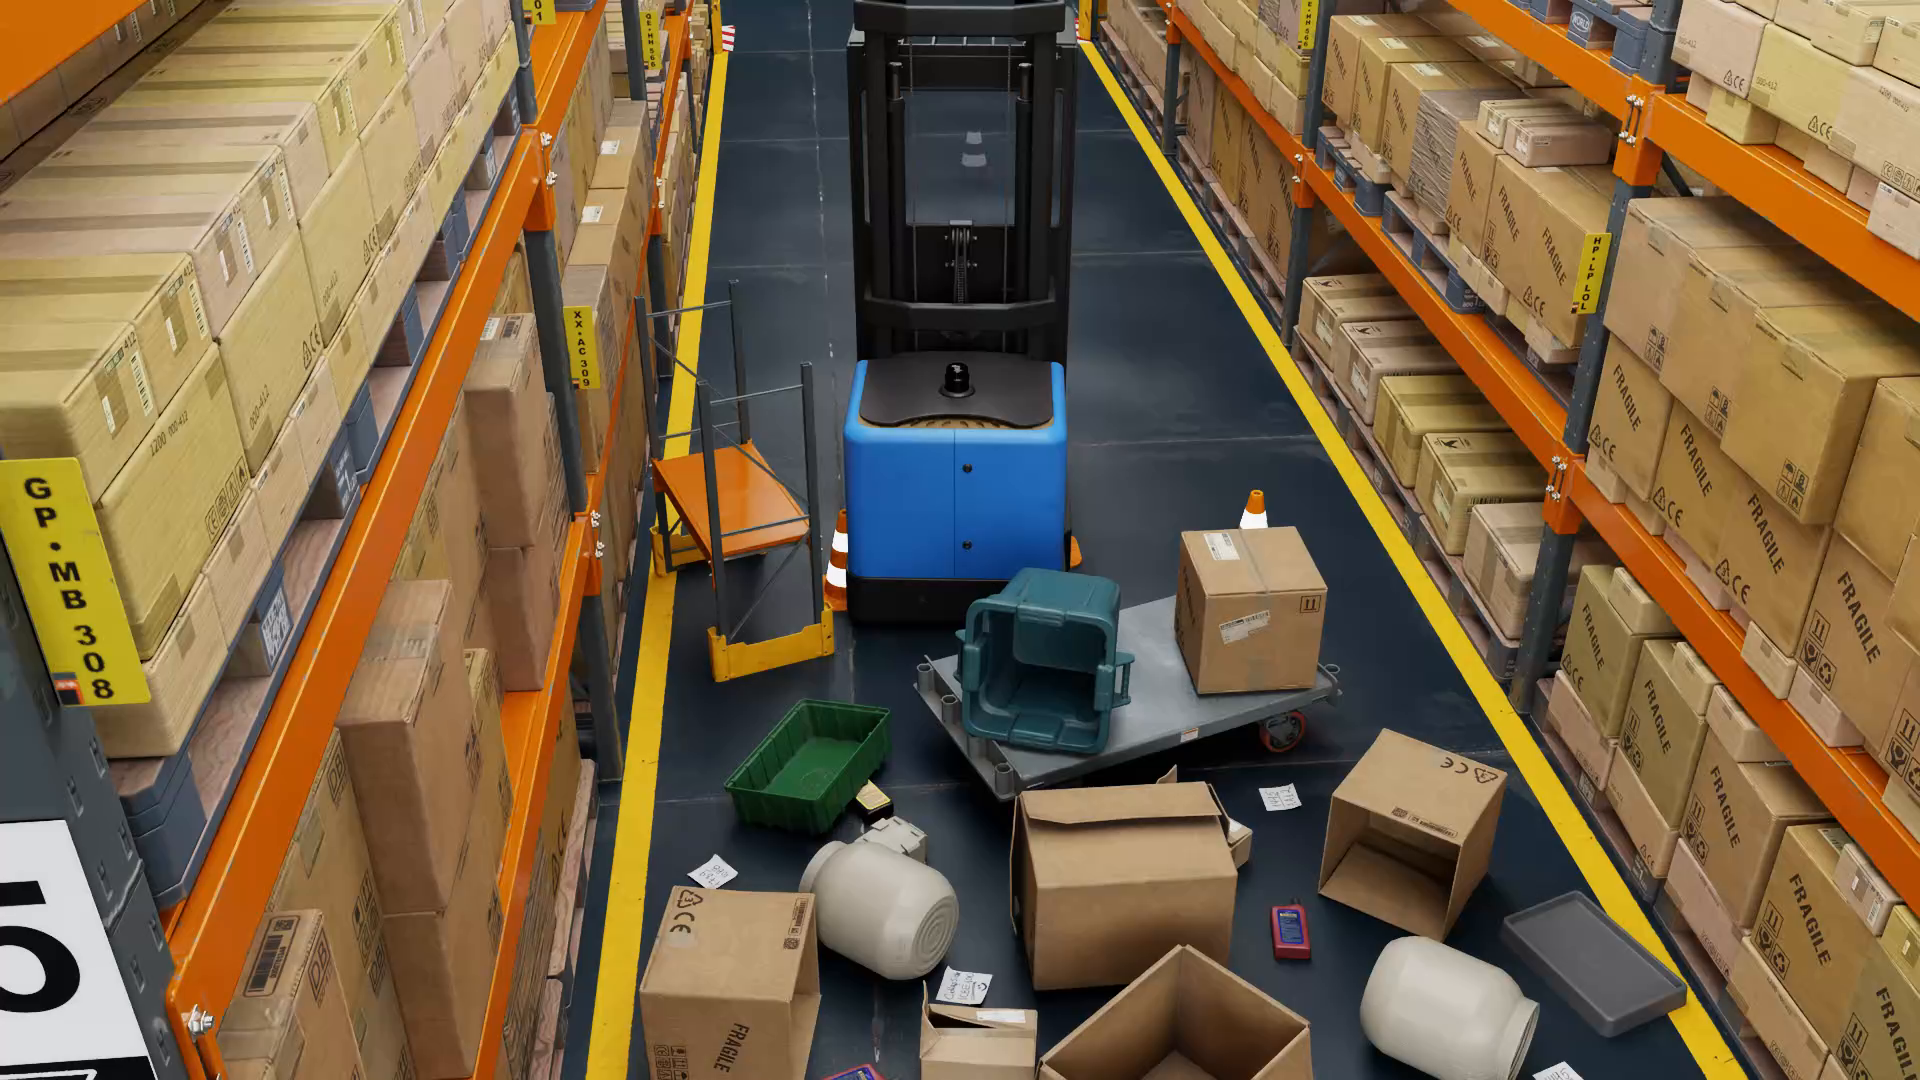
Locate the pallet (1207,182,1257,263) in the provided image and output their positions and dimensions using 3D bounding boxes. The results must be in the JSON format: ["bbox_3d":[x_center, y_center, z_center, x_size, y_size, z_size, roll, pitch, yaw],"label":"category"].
[{"bbox_3d":[2.502,-2.430,12.612,1.003,0.211,1.213,-3,31,-5],"label":"pallet"}]

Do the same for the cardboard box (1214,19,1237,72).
[{"bbox_3d":[2.135,-3.558,11.927,0.500,0.250,0.500,-3,31,-5],"label":"cardboard box"}]

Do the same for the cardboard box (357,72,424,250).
[{"bbox_3d":[-1.492,-0.832,3.642,0.500,0.250,0.500,-3,31,-5],"label":"cardboard box"}]

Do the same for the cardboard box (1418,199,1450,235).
[{"bbox_3d":[2.559,-1.669,8.455,0.380,0.149,0.250,-2,31,-3],"label":"cardboard box"}]

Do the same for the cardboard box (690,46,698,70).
[{"bbox_3d":[-2.536,-4.286,14.792,0.380,0.149,0.250,-2,31,-4],"label":"cardboard box"}]

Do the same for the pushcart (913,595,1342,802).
[{"bbox_3d":[0.720,0.703,7.204,1.648,0.377,0.936,-14,33,-22],"label":"pushcart"}]

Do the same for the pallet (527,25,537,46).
[{"bbox_3d":[-2.069,-1.940,6.334,0.805,0.209,1.217,-4,31,-7],"label":"pallet"}]

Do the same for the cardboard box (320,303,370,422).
[{"bbox_3d":[-1.368,-0.335,3.199,0.380,0.149,0.250,-3,31,-4],"label":"cardboard box"}]

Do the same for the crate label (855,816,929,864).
[{"bbox_3d":[-0.276,1.225,6.565,0.250,0.136,0.298,27,40,37],"label":"crate label"}]

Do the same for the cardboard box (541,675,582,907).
[{"bbox_3d":[-1.945,0.788,6.168,0.875,0.875,0.875,-2,31,-4],"label":"cardboard box"}]

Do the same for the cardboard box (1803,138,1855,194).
[{"bbox_3d":[2.856,-1.179,5.118,0.380,0.149,0.250,-2,31,-3],"label":"cardboard box"}]

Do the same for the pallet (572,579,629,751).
[{"bbox_3d":[-2.081,0.539,7.643,1.003,0.211,1.213,-3,31,-5],"label":"pallet"}]

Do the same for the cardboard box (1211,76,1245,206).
[{"bbox_3d":[2.467,-3.136,12.738,0.875,0.875,0.875,-2,31,-3],"label":"cardboard box"}]

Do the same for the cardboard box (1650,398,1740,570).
[{"bbox_3d":[2.819,-0.234,5.830,0.500,0.500,0.500,-3,31,-5],"label":"cardboard box"}]

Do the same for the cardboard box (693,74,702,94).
[{"bbox_3d":[-2.557,-4.171,15.178,0.380,0.149,0.250,-4,31,-6],"label":"cardboard box"}]

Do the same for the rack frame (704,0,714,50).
[{"bbox_3d":[-3.055,-6.395,16.531,1.000,3.000,0.127,-3,31,-5],"label":"rack frame"}]

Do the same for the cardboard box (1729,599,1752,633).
[{"bbox_3d":[2.870,0.250,5.651,0.380,0.149,0.250,-3,31,-5],"label":"cardboard box"}]

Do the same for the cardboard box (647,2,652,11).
[{"bbox_3d":[-2.304,-3.562,11.334,0.380,0.149,0.250,-2,31,-3],"label":"cardboard box"}]

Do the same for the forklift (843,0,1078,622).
[{"bbox_3d":[0.018,-1.579,8.535,1.130,2.935,3.031,1,31,1],"label":"forklift"}]

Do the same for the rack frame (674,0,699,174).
[{"bbox_3d":[-2.681,-4.353,13.112,1.000,3.000,0.127,-3,31,-5],"label":"rack frame"}]

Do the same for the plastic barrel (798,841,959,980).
[{"bbox_3d":[-0.301,1.343,6.088,0.512,0.421,0.421,20,36,29],"label":"plastic barrel"}]

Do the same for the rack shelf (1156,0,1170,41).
[{"bbox_3d":[2.051,-5.354,15.489,1.077,0.370,4.000,-3,31,-5],"label":"rack shelf"}]

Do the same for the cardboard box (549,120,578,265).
[{"bbox_3d":[-2.083,-1.514,7.287,0.700,0.500,0.500,-3,31,-4],"label":"cardboard box"}]

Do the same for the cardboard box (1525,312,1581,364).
[{"bbox_3d":[2.662,-0.879,7.132,0.380,0.149,0.250,-2,31,-4],"label":"cardboard box"}]

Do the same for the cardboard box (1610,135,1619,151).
[{"bbox_3d":[3.147,-1.670,7.823,0.500,0.500,0.500,-3,31,-5],"label":"cardboard box"}]

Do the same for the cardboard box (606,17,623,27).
[{"bbox_3d":[-2.204,-3.146,10.347,0.380,0.149,0.250,-3,31,-5],"label":"cardboard box"}]

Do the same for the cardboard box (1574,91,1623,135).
[{"bbox_3d":[3.089,-1.993,7.732,0.380,0.149,0.250,-1,31,-2],"label":"cardboard box"}]

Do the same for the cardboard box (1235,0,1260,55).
[{"bbox_3d":[2.193,-3.507,11.354,0.500,0.250,0.500,-4,31,-6],"label":"cardboard box"}]

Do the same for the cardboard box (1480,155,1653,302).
[{"bbox_3d":[2.666,-1.386,7.348,0.500,0.500,0.500,-3,31,-4],"label":"cardboard box"}]

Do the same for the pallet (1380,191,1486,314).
[{"bbox_3d":[2.837,-1.508,8.537,1.003,0.211,1.213,-3,31,-5],"label":"pallet"}]

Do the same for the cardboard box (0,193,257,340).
[{"bbox_3d":[-1.321,-0.416,2.556,0.380,0.149,0.250,-3,31,-5],"label":"cardboard box"}]

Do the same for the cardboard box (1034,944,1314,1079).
[{"bbox_3d":[0.674,1.781,5.277,0.637,0.503,0.797,27,40,37],"label":"cardboard box"}]

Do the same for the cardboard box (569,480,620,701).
[{"bbox_3d":[-2.081,0.205,7.267,1.050,0.750,0.750,-3,31,-5],"label":"cardboard box"}]

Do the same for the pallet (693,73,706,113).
[{"bbox_3d":[-2.896,-4.121,15.444,1.003,0.211,1.213,-3,31,-5],"label":"pallet"}]

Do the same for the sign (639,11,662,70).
[{"bbox_3d":[-1.755,-2.836,9.443,0.100,0.325,0.005,-3,31,-5],"label":"sign"}]

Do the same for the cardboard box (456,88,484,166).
[{"bbox_3d":[-1.508,-1.110,4.496,0.380,0.149,0.250,-3,31,-4],"label":"cardboard box"}]

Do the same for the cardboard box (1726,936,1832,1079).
[{"bbox_3d":[2.920,1.554,5.495,0.500,0.250,0.500,-4,31,-6],"label":"cardboard box"}]

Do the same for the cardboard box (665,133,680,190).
[{"bbox_3d":[-2.212,-2.615,11.500,0.500,0.250,0.500,-3,31,-4],"label":"cardboard box"}]

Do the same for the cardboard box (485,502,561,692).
[{"bbox_3d":[-1.814,0.135,5.453,0.875,0.550,0.550,-3,31,-5],"label":"cardboard box"}]

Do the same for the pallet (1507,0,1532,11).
[{"bbox_3d":[2.933,-2.614,7.459,1.213,0.211,1.003,-3,31,-5],"label":"pallet"}]

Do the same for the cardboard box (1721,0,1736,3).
[{"bbox_3d":[2.690,-1.903,5.553,0.380,0.149,0.250,-3,31,-5],"label":"cardboard box"}]

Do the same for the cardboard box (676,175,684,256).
[{"bbox_3d":[-2.223,-2.309,11.719,0.500,0.500,0.500,-4,31,-6],"label":"cardboard box"}]

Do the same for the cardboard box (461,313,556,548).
[{"bbox_3d":[-1.766,-0.331,5.180,0.875,0.550,0.550,-3,31,-5],"label":"cardboard box"}]

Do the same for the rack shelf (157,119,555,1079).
[{"bbox_3d":[-1.747,-0.226,3.980,1.077,0.370,4.000,-3,31,-5],"label":"rack shelf"}]

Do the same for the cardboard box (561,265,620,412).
[{"bbox_3d":[-1.763,-0.850,7.151,0.500,0.500,0.500,-3,31,-4],"label":"cardboard box"}]

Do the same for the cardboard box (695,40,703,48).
[{"bbox_3d":[-2.605,-4.562,15.544,0.380,0.149,0.250,-1,31,-2],"label":"cardboard box"}]

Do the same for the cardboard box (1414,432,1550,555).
[{"bbox_3d":[2.863,-0.244,8.386,0.950,0.372,0.625,-1,31,-1],"label":"cardboard box"}]

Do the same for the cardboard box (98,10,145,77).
[{"bbox_3d":[-2.118,-1.162,3.805,0.380,0.149,0.250,-3,31,-5],"label":"cardboard box"}]

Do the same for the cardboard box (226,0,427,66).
[{"bbox_3d":[-1.465,-1.198,3.866,0.380,0.149,0.250,-3,31,-5],"label":"cardboard box"}]

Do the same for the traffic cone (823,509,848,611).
[{"bbox_3d":[-0.556,0.064,8.192,0.336,0.463,0.334,-3,31,-5],"label":"traffic cone"}]

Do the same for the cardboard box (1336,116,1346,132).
[{"bbox_3d":[2.457,-2.497,9.840,0.380,0.149,0.250,-4,31,-7],"label":"cardboard box"}]

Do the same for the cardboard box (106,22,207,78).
[{"bbox_3d":[-2.071,-1.064,4.031,0.500,0.250,0.500,-3,31,-5],"label":"cardboard box"}]

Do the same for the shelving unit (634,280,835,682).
[{"bbox_3d":[-1.076,-0.300,7.790,0.587,1.500,1.083,-13,33,-21],"label":"shelving unit"}]

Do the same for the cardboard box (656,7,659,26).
[{"bbox_3d":[-2.346,-3.702,11.858,0.380,0.149,0.250,-4,31,-7],"label":"cardboard box"}]

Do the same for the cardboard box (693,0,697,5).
[{"bbox_3d":[-2.787,-5.218,16.350,0.380,0.149,0.250,-2,31,-4],"label":"cardboard box"}]

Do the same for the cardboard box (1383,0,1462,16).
[{"bbox_3d":[2.809,-3.335,10.336,0.500,0.500,0.500,-4,31,-6],"label":"cardboard box"}]

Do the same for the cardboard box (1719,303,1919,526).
[{"bbox_3d":[2.856,-0.402,5.136,0.700,0.500,0.500,-3,31,-6],"label":"cardboard box"}]

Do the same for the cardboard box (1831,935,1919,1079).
[{"bbox_3d":[2.972,1.501,4.853,0.500,0.500,0.500,-2,31,-3],"label":"cardboard box"}]
